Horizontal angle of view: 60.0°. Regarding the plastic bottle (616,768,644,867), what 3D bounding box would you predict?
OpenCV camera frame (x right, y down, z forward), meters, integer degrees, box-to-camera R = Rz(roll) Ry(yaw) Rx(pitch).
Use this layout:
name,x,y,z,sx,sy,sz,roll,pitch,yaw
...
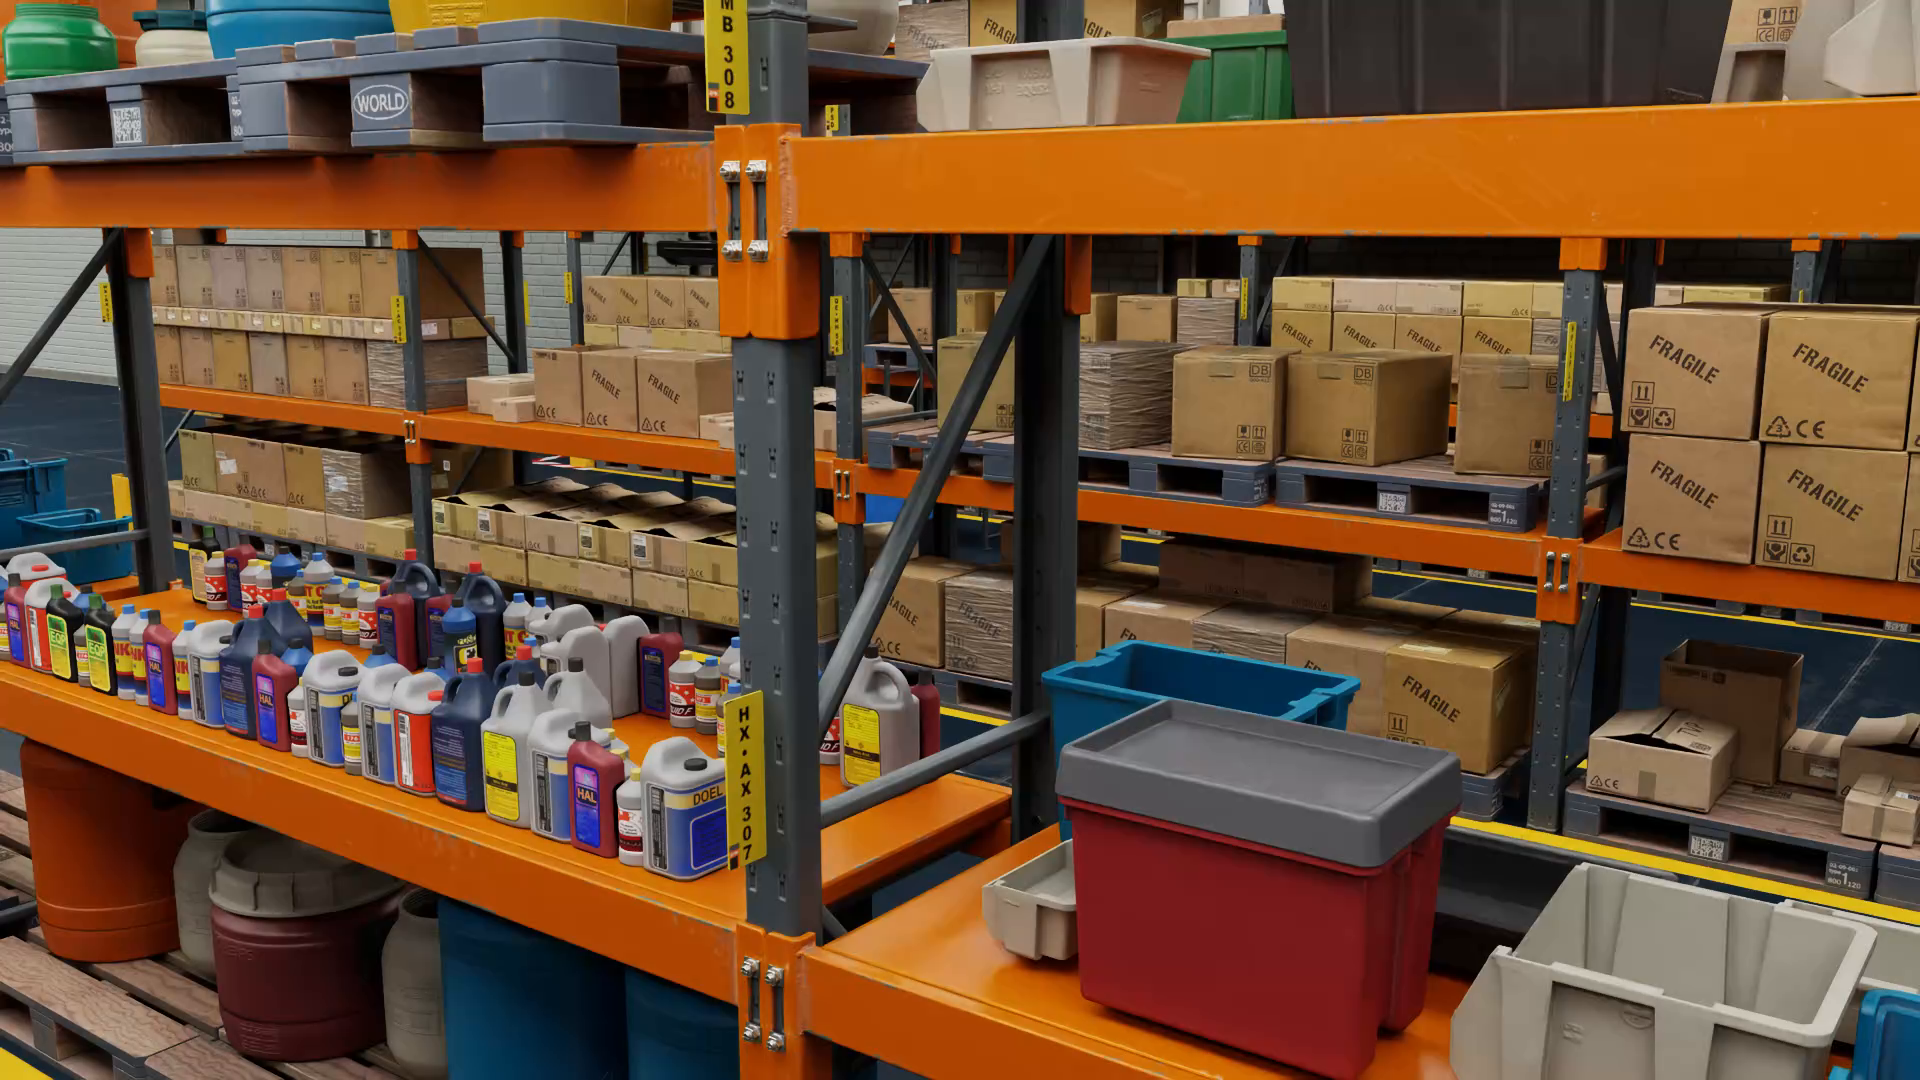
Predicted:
name,x,y,z,sx,sy,sz,roll,pitch,yaw
plastic bottle,-0.690,0.593,3.590,0.097,0.201,0.097,0,11,0

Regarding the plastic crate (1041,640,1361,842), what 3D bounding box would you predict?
name,x,y,z,sx,sy,sz,roll,pitch,yaw
plastic crate,0.507,0.478,3.547,0.575,0.384,0.392,8,13,36

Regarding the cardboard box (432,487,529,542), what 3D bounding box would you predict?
name,x,y,z,sx,sy,sz,roll,pitch,yaw
cardboard box,-3.399,-0.205,11.850,0.500,0.311,0.500,8,14,36

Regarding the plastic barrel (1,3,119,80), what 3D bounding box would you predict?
name,x,y,z,sx,sy,sz,roll,pitch,yaw
plastic barrel,-2.578,-1.399,4.769,0.294,0.245,0.294,0,11,0

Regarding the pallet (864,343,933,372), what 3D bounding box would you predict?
name,x,y,z,sx,sy,sz,roll,pitch,yaw
pallet,-0.126,-1.715,15.500,1.213,0.211,1.003,8,13,36

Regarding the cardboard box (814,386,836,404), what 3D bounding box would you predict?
name,x,y,z,sx,sy,sz,roll,pitch,yaw
cardboard box,-0.967,-0.795,10.476,0.500,0.311,0.500,8,13,35

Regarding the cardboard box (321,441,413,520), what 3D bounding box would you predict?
name,x,y,z,sx,sy,sz,roll,pitch,yaw
cardboard box,-4.484,-0.459,12.665,0.500,0.500,0.500,8,13,36

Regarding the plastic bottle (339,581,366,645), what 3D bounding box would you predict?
name,x,y,z,sx,sy,sz,roll,pitch,yaw
plastic bottle,-1.978,0.235,5.443,0.097,0.201,0.097,0,11,0

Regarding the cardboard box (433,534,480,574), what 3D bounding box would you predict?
name,x,y,z,sx,sy,sz,roll,pitch,yaw
cardboard box,-3.406,0.069,11.910,0.500,0.250,0.500,8,13,34

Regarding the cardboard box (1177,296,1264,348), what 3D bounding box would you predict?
name,x,y,z,sx,sy,sz,roll,pitch,yaw
cardboard box,2.184,-1.784,13.930,0.500,0.500,0.700,6,13,29

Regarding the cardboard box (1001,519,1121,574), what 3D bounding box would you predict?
name,x,y,z,sx,sy,sz,roll,pitch,yaw
cardboard box,0.580,0.010,9.532,0.500,0.250,0.500,9,14,38

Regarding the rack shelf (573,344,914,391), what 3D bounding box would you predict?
name,x,y,z,sx,sy,sz,roll,pitch,yaw
rack shelf,-2.267,-1.789,17.272,4.000,0.370,1.077,8,13,36

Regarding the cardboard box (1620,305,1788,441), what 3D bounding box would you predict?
name,x,y,z,sx,sy,sz,roll,pitch,yaw
cardboard box,3.077,-0.703,6.869,0.500,0.500,0.500,8,14,37

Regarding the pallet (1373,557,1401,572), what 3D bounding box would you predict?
name,x,y,z,sx,sy,sz,roll,pitch,yaw
pallet,3.159,0.002,13.463,1.213,0.211,1.003,8,13,36

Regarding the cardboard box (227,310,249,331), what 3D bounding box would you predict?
name,x,y,z,sx,sy,sz,roll,pitch,yaw
cardboard box,-5.581,-1.754,13.227,0.250,0.149,0.380,8,13,35

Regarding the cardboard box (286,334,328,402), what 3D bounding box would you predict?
name,x,y,z,sx,sy,sz,roll,pitch,yaw
cardboard box,-4.777,-1.371,12.958,0.500,0.500,0.700,8,14,36

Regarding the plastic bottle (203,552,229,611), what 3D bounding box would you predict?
name,x,y,z,sx,sy,sz,roll,pitch,yaw
plastic bottle,-2.635,0.143,5.917,0.097,0.201,0.097,0,11,0

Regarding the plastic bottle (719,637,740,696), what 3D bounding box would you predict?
name,x,y,z,sx,sy,sz,roll,pitch,yaw
plastic bottle,-0.591,0.394,4.437,0.097,0.271,0.097,0,11,0

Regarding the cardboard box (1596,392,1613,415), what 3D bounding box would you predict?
name,x,y,z,sx,sy,sz,roll,pitch,yaw
cardboard box,4.705,-0.980,11.807,0.250,0.149,0.380,8,14,36

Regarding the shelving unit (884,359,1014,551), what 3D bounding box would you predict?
name,x,y,z,sx,sy,sz,roll,pitch,yaw
shelving unit,-0.068,-0.746,13.937,1.048,1.500,0.538,8,14,36

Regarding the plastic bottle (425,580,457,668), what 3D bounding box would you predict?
name,x,y,z,sx,sy,sz,roll,pitch,yaw
plastic bottle,-1.575,0.261,5.093,0.133,0.283,0.061,8,13,36

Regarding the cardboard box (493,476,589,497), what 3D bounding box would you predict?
name,x,y,z,sx,sy,sz,roll,pitch,yaw
cardboard box,-3.088,-0.288,12.278,0.500,0.311,0.500,8,13,36

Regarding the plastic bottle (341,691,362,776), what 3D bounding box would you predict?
name,x,y,z,sx,sy,sz,roll,pitch,yaw
plastic bottle,-1.500,0.480,4.174,0.097,0.201,0.097,0,11,0

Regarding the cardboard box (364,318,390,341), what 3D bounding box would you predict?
name,x,y,z,sx,sy,sz,roll,pitch,yaw
cardboard box,-4.129,-1.552,12.181,0.250,0.149,0.380,8,13,34

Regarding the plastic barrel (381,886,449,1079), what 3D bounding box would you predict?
name,x,y,z,sx,sy,sz,roll,pitch,yaw
plastic barrel,-1.473,1.294,4.889,0.421,0.512,0.421,0,11,0

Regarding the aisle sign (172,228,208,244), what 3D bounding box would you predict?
name,x,y,z,sx,sy,sz,roll,pitch,yaw
aisle sign,-6.688,-2.937,14.467,0.004,0.787,0.394,8,13,36

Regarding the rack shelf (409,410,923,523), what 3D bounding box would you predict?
name,x,y,z,sx,sy,sz,roll,pitch,yaw
rack shelf,-1.973,-0.580,11.025,4.000,0.370,1.077,8,13,36

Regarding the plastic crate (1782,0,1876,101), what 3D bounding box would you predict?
name,x,y,z,sx,sy,sz,roll,pitch,yaw
plastic crate,1.549,-0.762,2.486,0.530,0.282,0.437,8,13,36

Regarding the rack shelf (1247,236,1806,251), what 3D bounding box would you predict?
name,x,y,z,sx,sy,sz,roll,pitch,yaw
rack shelf,4.181,-2.362,12.338,4.000,0.370,1.077,8,13,36

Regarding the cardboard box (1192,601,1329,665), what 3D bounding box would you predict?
name,x,y,z,sx,sy,sz,roll,pitch,yaw
cardboard box,1.499,0.628,8.311,0.500,0.500,0.500,8,14,36

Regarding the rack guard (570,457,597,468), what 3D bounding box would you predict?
name,x,y,z,sx,sy,sz,roll,pitch,yaw
rack guard,-3.818,-1.131,18.559,0.348,0.500,1.175,8,13,36

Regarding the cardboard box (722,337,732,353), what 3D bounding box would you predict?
name,x,y,z,sx,sy,sz,roll,pitch,yaw
cardboard box,-2.028,-1.971,16.665,0.500,0.250,0.500,8,13,35

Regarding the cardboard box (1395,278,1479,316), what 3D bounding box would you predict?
name,x,y,z,sx,sy,sz,roll,pitch,yaw
cardboard box,3.621,-1.834,12.539,0.500,0.250,0.500,8,14,36

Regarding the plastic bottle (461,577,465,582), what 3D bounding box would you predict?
name,x,y,z,sx,sy,sz,roll,pitch,yaw
plastic bottle,-1.539,0.251,5.141,0.133,0.283,0.061,8,13,36

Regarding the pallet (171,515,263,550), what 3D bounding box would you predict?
name,x,y,z,sx,sy,sz,roll,pitch,yaw
pallet,-6.167,-0.159,14.297,1.213,0.211,1.003,8,13,36

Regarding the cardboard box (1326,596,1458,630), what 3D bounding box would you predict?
name,x,y,z,sx,sy,sz,roll,pitch,yaw
cardboard box,2.181,0.603,8.440,0.500,0.500,0.500,8,14,36

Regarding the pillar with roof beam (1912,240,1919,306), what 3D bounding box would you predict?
name,x,y,z,sx,sy,sz,roll,pitch,yaw
pillar with roof beam,4.321,-3.358,7.693,0.400,9.000,9.100,8,13,36

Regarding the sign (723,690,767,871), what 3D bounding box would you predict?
name,x,y,z,sx,sy,sz,roll,pitch,yaw
sign,-0.399,0.447,3.092,0.005,0.325,0.100,8,13,36

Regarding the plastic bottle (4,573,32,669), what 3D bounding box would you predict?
name,x,y,z,sx,sy,sz,roll,pitch,yaw
plastic bottle,-2.900,0.249,5.153,0.133,0.283,0.061,8,13,36

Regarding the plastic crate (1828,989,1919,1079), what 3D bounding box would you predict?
name,x,y,z,sx,sy,sz,roll,pitch,yaw
plastic crate,1.345,0.810,2.228,0.300,0.233,0.416,8,13,36

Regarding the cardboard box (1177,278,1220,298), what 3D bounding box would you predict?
name,x,y,z,sx,sy,sz,roll,pitch,yaw
cardboard box,2.005,-2.119,13.956,0.250,0.149,0.380,5,12,26

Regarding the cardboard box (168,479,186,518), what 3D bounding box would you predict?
name,x,y,z,sx,sy,sz,roll,pitch,yaw
cardboard box,-6.508,-0.370,14.177,0.500,0.250,0.500,8,13,36

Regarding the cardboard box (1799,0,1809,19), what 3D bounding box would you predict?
name,x,y,z,sx,sy,sz,roll,pitch,yaw
cardboard box,3.597,-2.145,6.425,0.500,0.500,0.700,8,13,36

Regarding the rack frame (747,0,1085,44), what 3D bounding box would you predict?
name,x,y,z,sx,sy,sz,roll,pitch,yaw
rack frame,-0.071,-2.446,2.982,0.127,3.000,1.000,8,13,36

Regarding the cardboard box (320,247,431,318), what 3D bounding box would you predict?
name,x,y,z,sx,sy,sz,roll,pitch,yaw
cardboard box,-4.354,-1.950,12.532,0.500,0.500,0.700,8,13,35

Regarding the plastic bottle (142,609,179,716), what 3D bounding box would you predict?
name,x,y,z,sx,sy,sz,roll,pitch,yaw
plastic bottle,-2.234,0.342,4.673,0.133,0.283,0.061,8,13,36

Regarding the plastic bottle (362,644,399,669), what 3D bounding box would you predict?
name,x,y,z,sx,sy,sz,roll,pitch,yaw
plastic bottle,-1.518,0.407,4.365,0.097,0.271,0.097,0,11,0

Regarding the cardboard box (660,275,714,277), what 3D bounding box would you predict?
name,x,y,z,sx,sy,sz,roll,pitch,yaw
cardboard box,-2.974,-2.592,17.901,0.500,0.500,0.500,8,14,36

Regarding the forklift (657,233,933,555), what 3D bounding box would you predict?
name,x,y,z,sx,sy,sz,roll,pitch,yaw
forklift,-1.617,-1.224,12.639,3.031,2.935,1.130,-8,14,-37

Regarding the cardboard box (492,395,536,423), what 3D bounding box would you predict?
name,x,y,z,sx,sy,sz,roll,pitch,yaw
cardboard box,-2.991,-0.904,11.466,0.250,0.149,0.380,8,13,36

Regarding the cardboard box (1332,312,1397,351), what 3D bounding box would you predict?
name,x,y,z,sx,sy,sz,roll,pitch,yaw
cardboard box,3.225,-1.518,12.880,0.500,0.500,0.500,9,14,37

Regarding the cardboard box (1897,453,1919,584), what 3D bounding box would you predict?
name,x,y,z,sx,sy,sz,roll,pitch,yaw
cardboard box,3.929,-0.095,6.361,0.500,0.500,0.500,8,13,35

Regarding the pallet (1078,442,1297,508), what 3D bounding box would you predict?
name,x,y,z,sx,sy,sz,roll,pitch,yaw
pallet,1.210,-0.396,8.686,1.213,0.211,1.003,8,13,36

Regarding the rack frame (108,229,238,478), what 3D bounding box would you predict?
name,x,y,z,sx,sy,sz,roll,pitch,yaw
rack frame,-6.809,-1.608,14.443,0.127,3.000,1.000,8,13,36
